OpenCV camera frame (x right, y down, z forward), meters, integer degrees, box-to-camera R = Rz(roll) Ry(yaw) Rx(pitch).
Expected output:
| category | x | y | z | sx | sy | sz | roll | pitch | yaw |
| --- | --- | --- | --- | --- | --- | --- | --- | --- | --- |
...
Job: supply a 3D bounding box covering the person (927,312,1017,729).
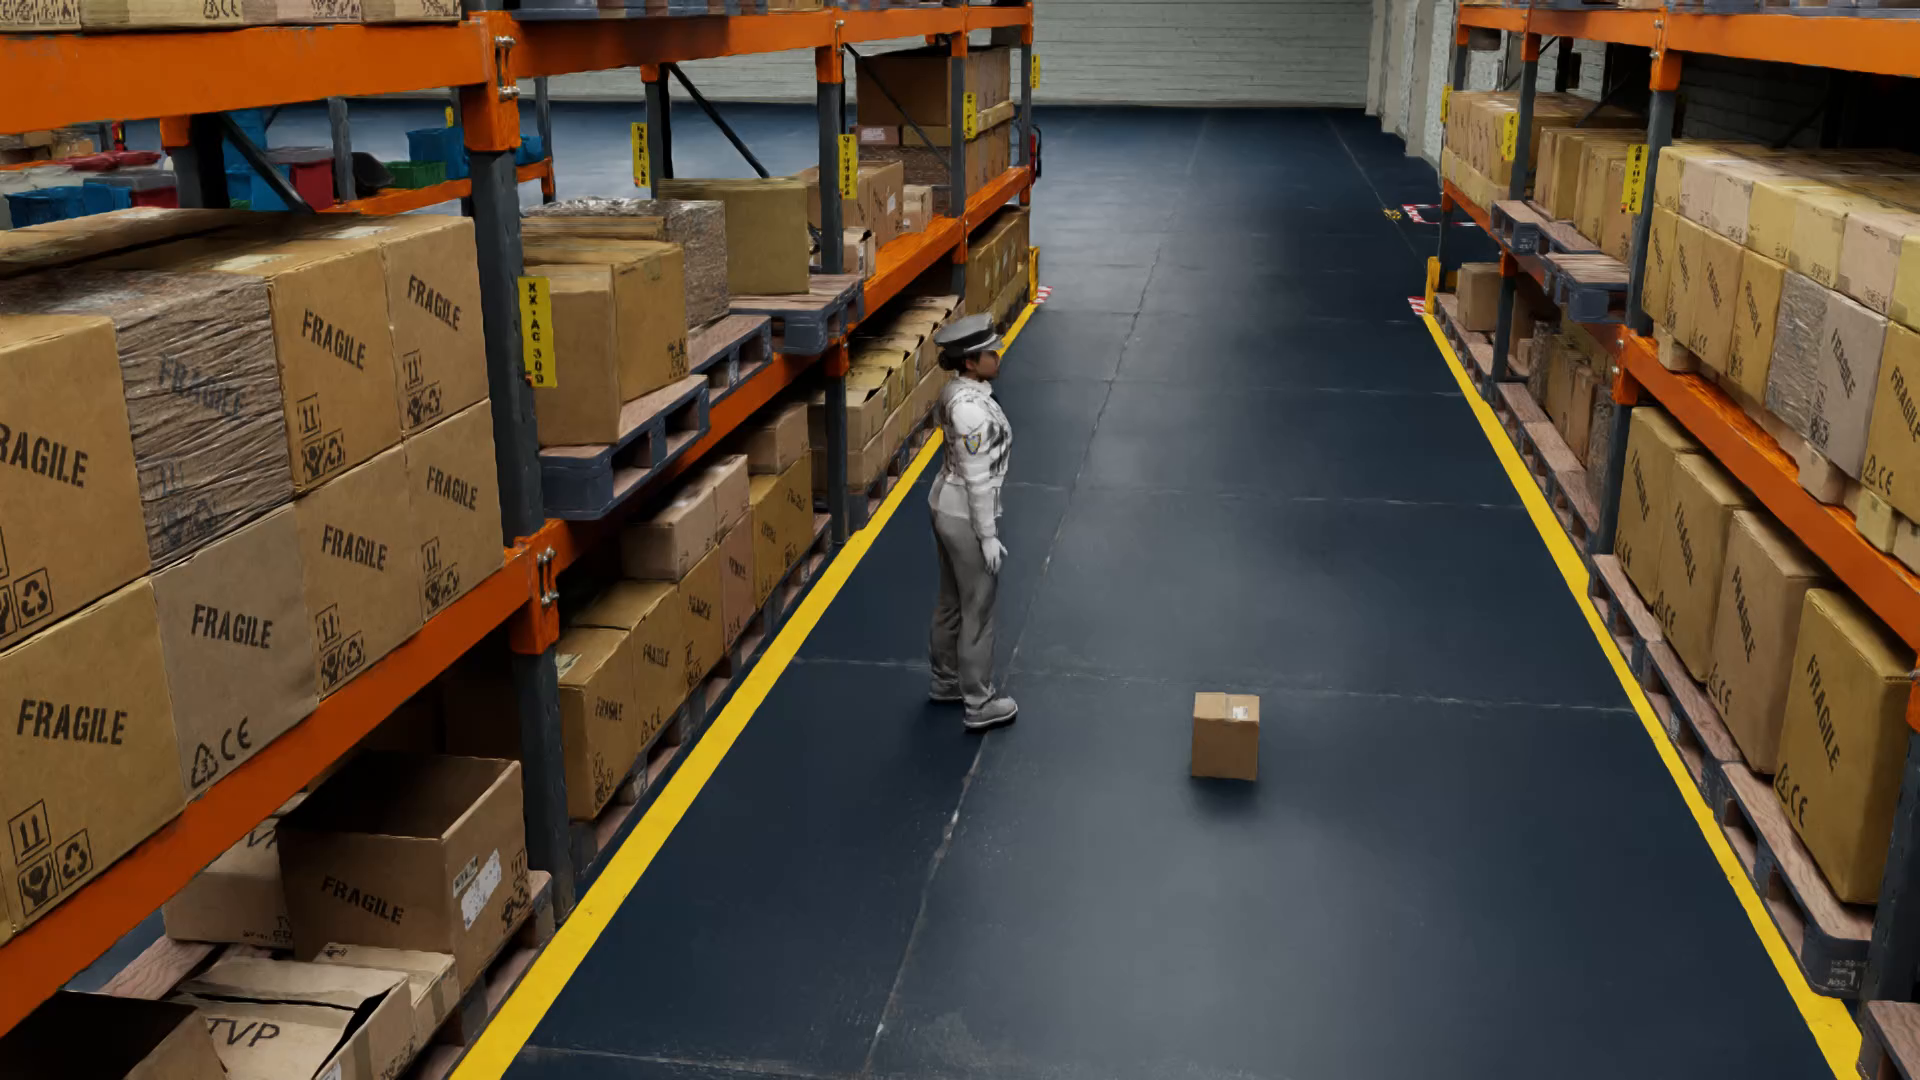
| category | x | y | z | sx | sy | sz | roll | pitch | yaw |
| --- | --- | --- | --- | --- | --- | --- | --- | --- | --- |
| person | 0.052 | -0.087 | 6.728 | 0.363 | 1.687 | 0.501 | -2 | 18 | -7 |
